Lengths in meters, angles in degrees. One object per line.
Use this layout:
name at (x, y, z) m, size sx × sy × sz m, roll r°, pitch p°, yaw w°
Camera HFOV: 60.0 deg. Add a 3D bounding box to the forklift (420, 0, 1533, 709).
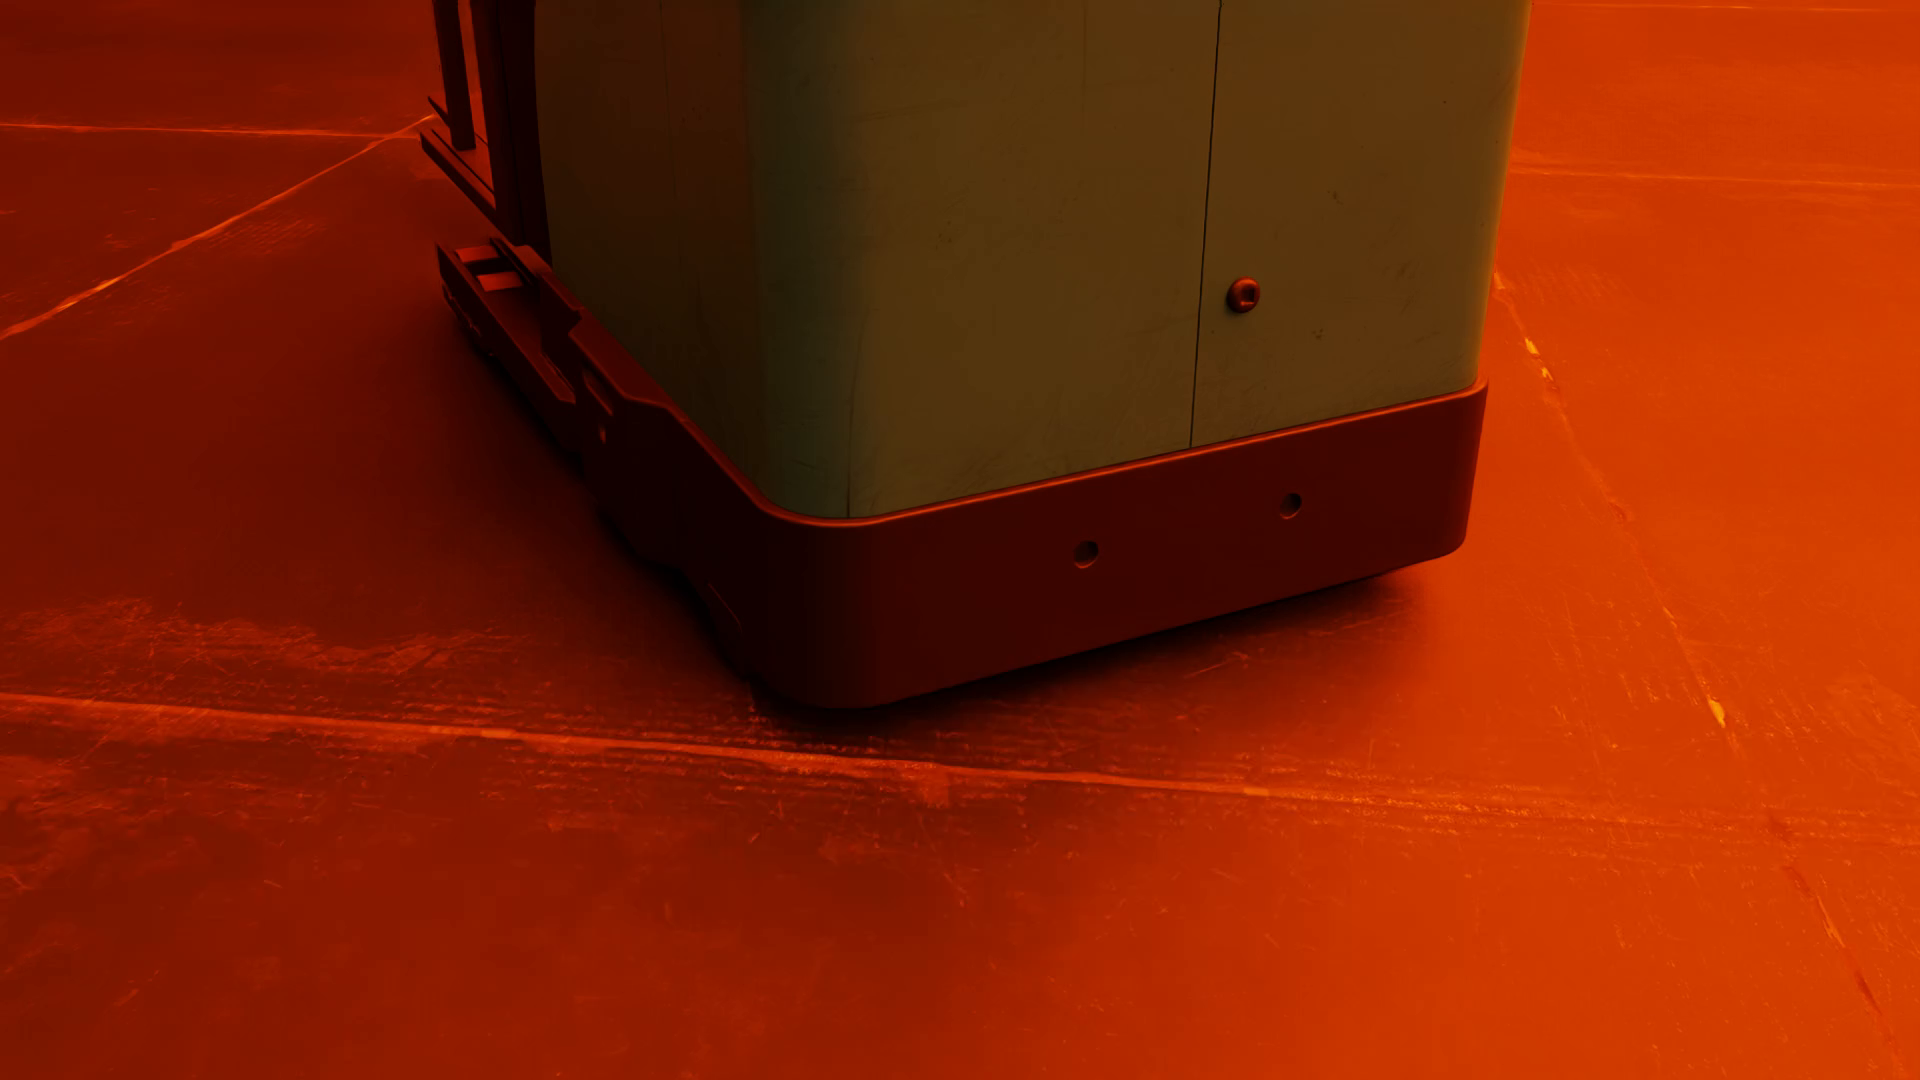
forklift at (-0.397, -1.741, 2.707) m, size 1.130 × 2.935 × 3.031 m, roll -13°, pitch 29°, yaw -24°
